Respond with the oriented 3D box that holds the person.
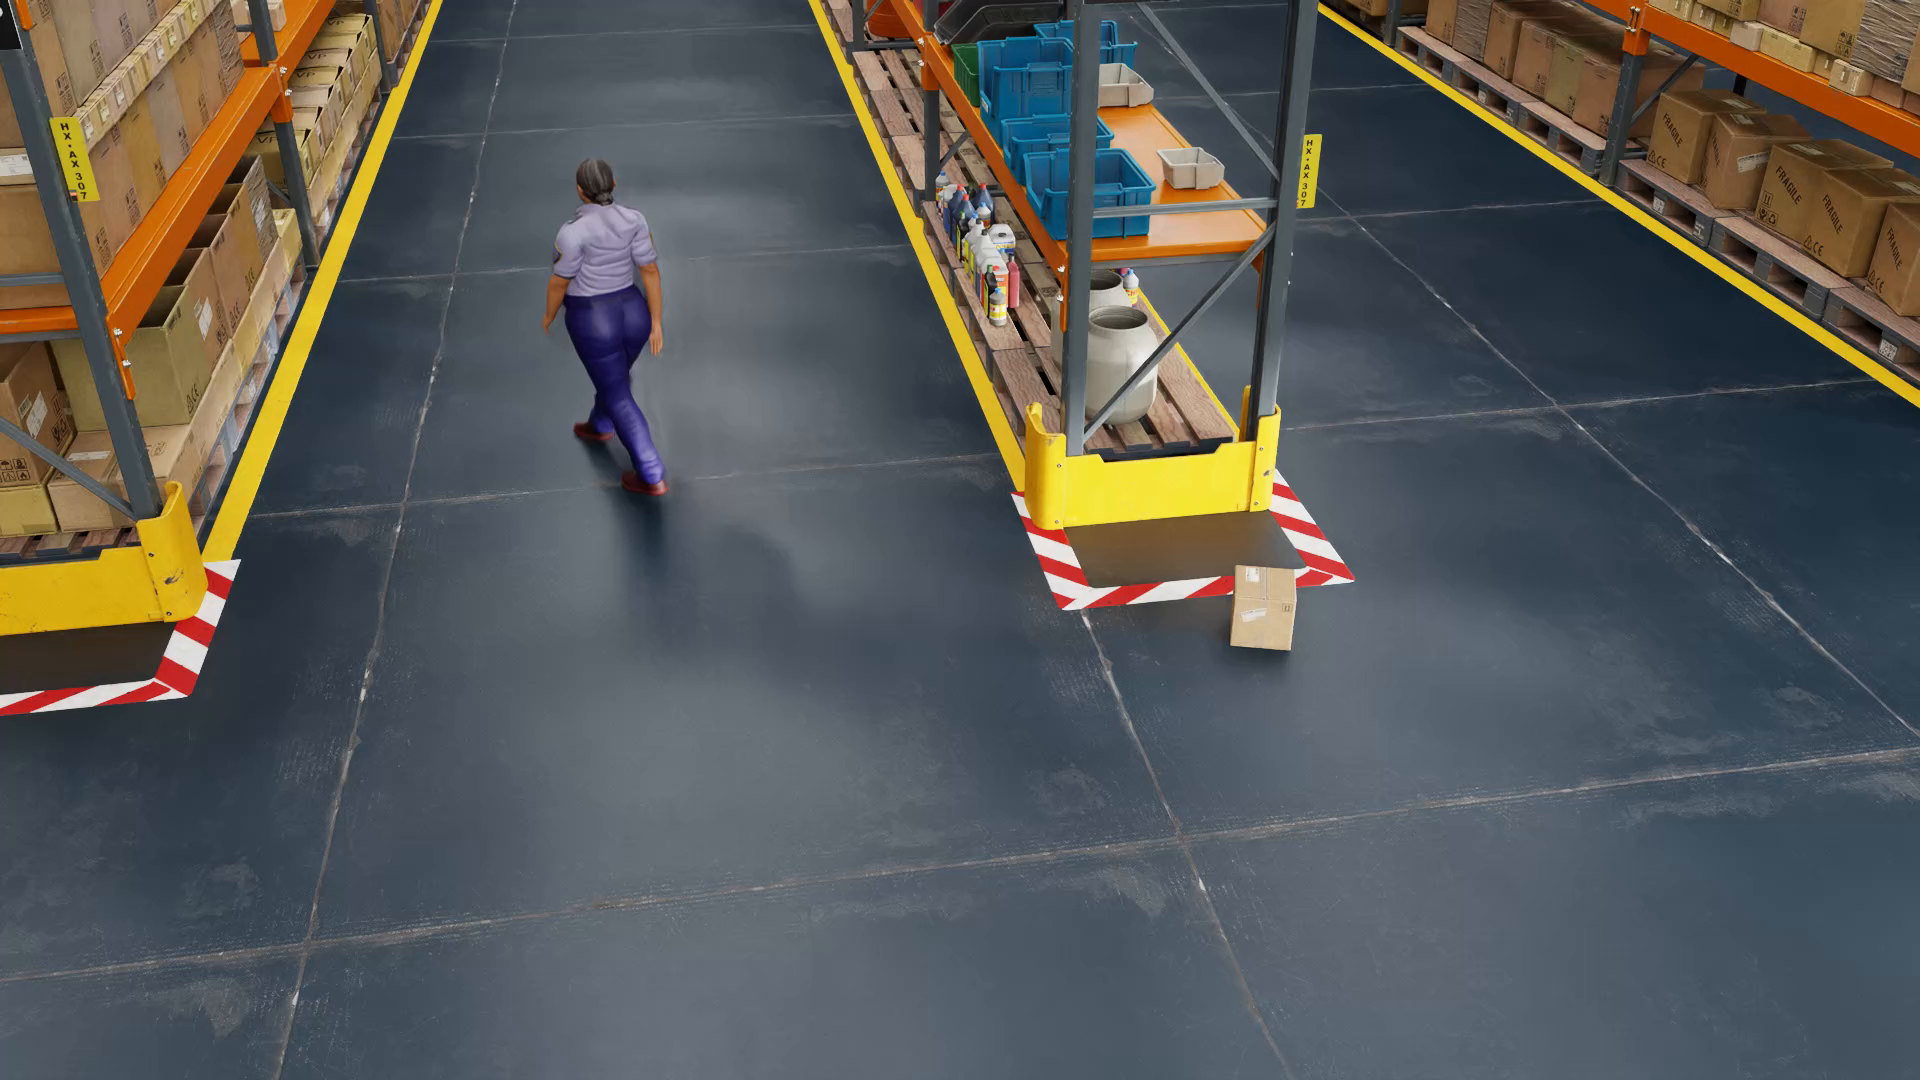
[{"bbox_3d":[-1.738,-1.061,7.899,0.929,1.599,0.474,25,39,35],"label":"person"}]
